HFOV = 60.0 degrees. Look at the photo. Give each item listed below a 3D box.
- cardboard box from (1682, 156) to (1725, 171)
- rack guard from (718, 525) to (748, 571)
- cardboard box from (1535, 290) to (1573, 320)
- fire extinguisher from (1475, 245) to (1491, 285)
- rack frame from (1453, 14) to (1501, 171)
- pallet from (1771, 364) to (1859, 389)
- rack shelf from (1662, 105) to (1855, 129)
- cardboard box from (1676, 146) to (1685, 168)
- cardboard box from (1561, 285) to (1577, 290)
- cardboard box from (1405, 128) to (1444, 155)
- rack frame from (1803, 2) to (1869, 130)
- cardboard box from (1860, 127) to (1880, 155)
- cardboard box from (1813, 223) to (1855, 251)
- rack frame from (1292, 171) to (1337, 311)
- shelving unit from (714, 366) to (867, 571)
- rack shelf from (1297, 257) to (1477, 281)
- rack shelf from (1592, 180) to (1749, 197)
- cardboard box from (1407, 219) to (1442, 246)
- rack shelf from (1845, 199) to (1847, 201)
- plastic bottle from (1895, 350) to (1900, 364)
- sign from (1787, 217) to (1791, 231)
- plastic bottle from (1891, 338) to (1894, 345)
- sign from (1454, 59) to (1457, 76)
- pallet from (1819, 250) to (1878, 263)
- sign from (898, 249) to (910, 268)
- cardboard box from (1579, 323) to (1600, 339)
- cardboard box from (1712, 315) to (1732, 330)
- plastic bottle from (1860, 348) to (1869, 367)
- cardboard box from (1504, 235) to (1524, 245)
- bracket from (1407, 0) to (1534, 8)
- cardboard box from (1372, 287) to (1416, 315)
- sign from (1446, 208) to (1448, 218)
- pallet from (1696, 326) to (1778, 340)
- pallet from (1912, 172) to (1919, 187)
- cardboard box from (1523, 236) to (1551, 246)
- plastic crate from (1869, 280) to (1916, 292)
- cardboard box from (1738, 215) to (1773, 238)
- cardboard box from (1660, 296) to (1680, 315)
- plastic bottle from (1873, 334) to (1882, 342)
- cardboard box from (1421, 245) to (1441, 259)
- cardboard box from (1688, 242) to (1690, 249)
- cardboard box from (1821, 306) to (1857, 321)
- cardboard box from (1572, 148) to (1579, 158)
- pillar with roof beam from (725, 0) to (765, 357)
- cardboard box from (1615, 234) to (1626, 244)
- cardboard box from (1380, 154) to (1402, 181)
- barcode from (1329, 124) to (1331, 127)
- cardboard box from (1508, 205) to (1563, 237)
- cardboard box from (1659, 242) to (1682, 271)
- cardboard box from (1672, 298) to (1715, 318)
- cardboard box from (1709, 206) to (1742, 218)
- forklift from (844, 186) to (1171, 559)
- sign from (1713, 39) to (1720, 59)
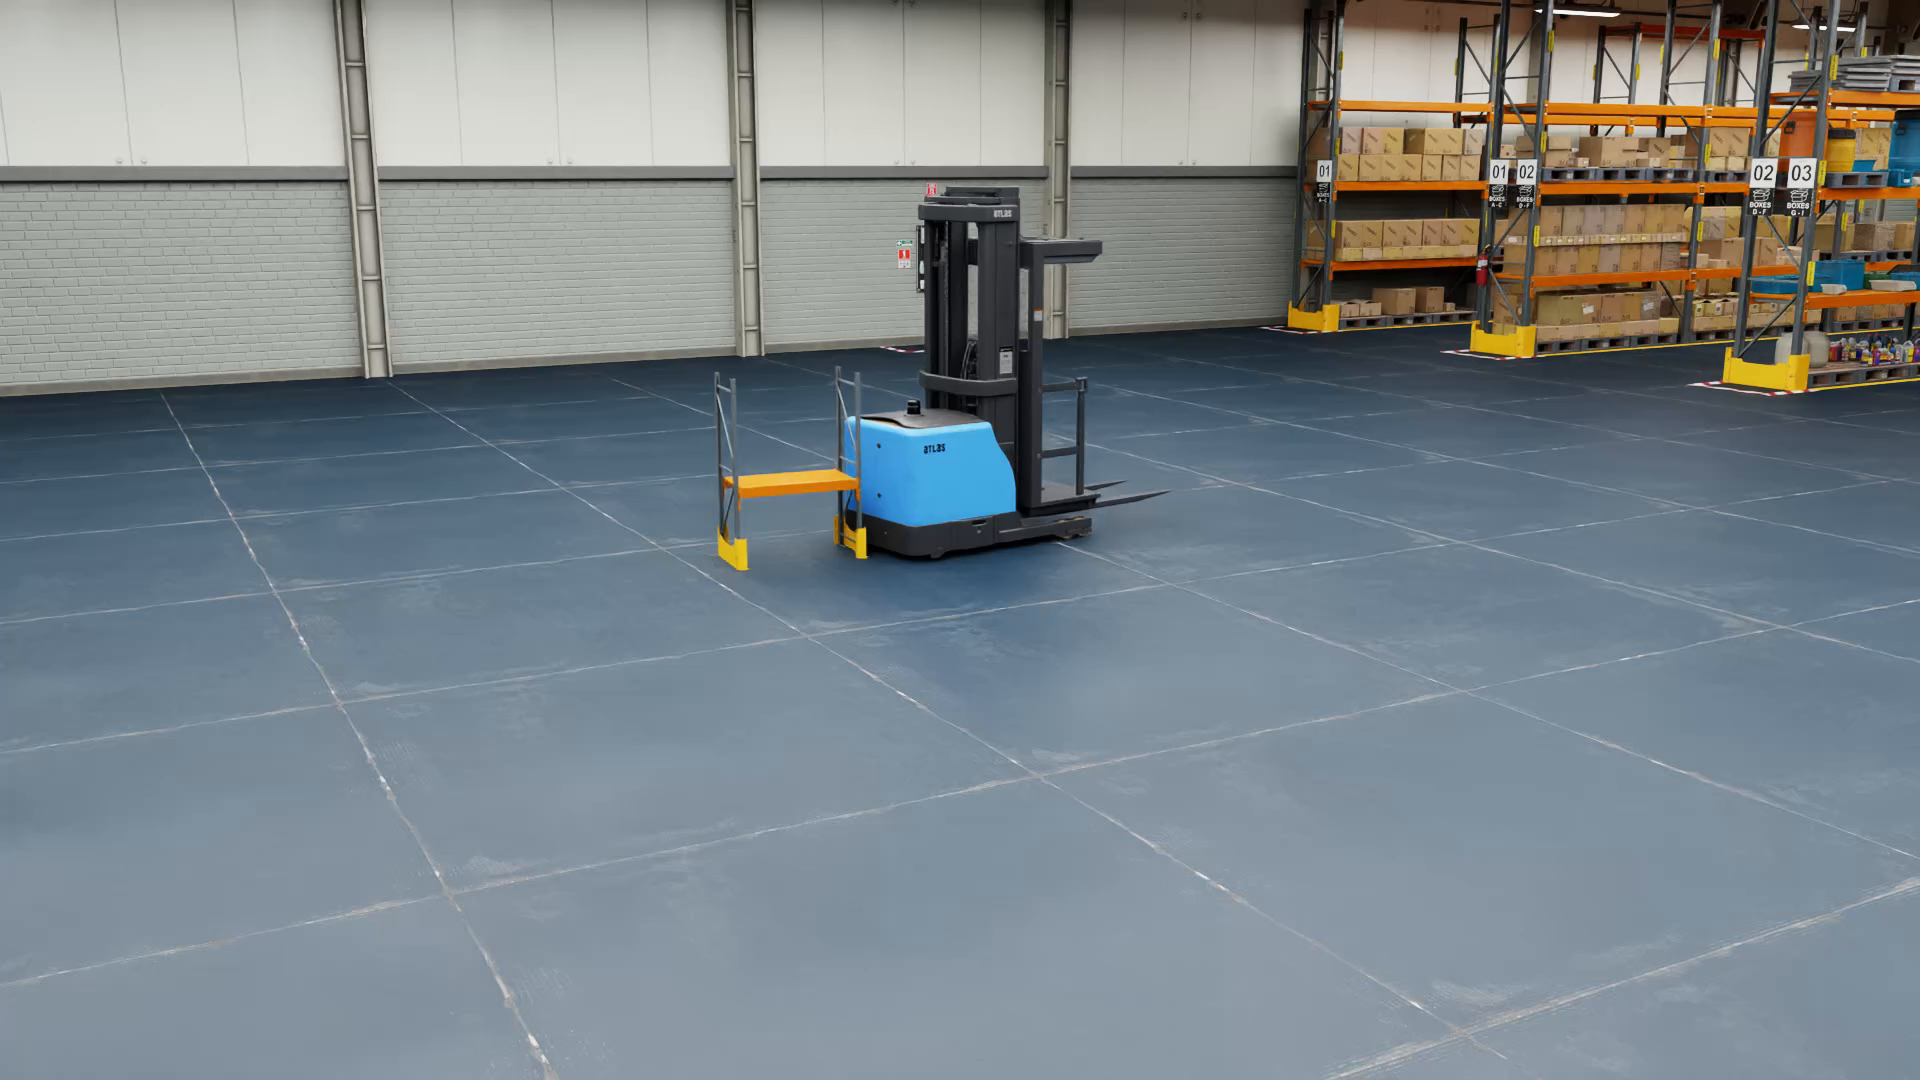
[{"bbox_3d":[13.249,-6.709,29.642,0.500,0.250,0.500,-5,14,-22],"label":"cardboard box"},{"bbox_3d":[-1.817,0.060,13.272,0.087,0.250,0.587,-5,14,-23],"label":"rack guard"},{"bbox_3d":[10.392,-4.081,29.011,0.500,0.500,0.500,-7,14,-28],"label":"cardboard box"},{"bbox_3d":[8.866,-4.670,28.203,0.183,0.674,0.296,-7,14,-28],"label":"fire extinguisher"},{"bbox_3d":[10.327,-8.932,33.303,0.127,3.000,1.000,-7,14,-28],"label":"rack frame"},{"bbox_3d":[12.323,-2.416,24.366,1.213,0.211,1.003,-7,14,-28],"label":"pallet"},{"bbox_3d":[14.459,-7.642,30.121,4.000,0.370,1.077,-7,14,-28],"label":"rack shelf"},{"bbox_3d":[15.596,-8.391,36.501,0.500,0.500,0.700,-7,14,-28],"label":"cardboard box"},{"bbox_3d":[12.723,-5.304,35.535,0.500,0.500,0.700,-7,14,-28],"label":"cardboard box"},{"bbox_3d":[9.088,-7.793,32.525,0.500,0.500,0.500,-7,15,-30],"label":"cardboard box"},{"bbox_3d":[16.215,-8.399,30.933,0.127,3.000,1.000,-7,14,-28],"label":"rack frame"},{"bbox_3d":[17.048,-7.570,31.578,0.500,0.500,0.500,-7,14,-28],"label":"cardboard box"},{"bbox_3d":[16.713,-5.814,31.925,0.700,0.500,0.500,11,17,41],"label":"cardboard box"},{"bbox_3d":[6.816,-5.585,32.092,0.127,3.000,1.000,-7,14,-28],"label":"rack frame"},{"bbox_3d":[-1.361,-0.593,13.329,1.083,1.500,0.587,-5,14,-23],"label":"shelving unit"},{"bbox_3d":[8.571,-5.444,33.106,4.000,0.370,1.077,-7,14,-28],"label":"rack shelf"},{"bbox_3d":[15.593,-7.749,36.516,4.000,0.370,1.077,-7,14,-28],"label":"rack shelf"},{"bbox_3d":[9.178,-6.094,32.944,0.500,0.500,0.500,-7,15,-29],"label":"cardboard box"},{"bbox_3d":[17.970,-6.795,32.276,4.000,0.370,1.077,-7,14,-28],"label":"rack shelf"},{"bbox_3d":[13.960,-2.734,24.797,0.097,0.201,0.097,0,13,0],"label":"plastic bottle"},{"bbox_3d":[15.946,-6.102,31.933,0.005,0.325,0.100,-7,14,-28],"label":"sign"},{"bbox_3d":[14.365,-2.977,25.689,0.133,0.283,0.061,-7,14,-28],"label":"plastic bottle"},{"bbox_3d":[10.056,-9.571,33.656,0.005,0.325,0.100,-7,14,-28],"label":"sign"},{"bbox_3d":[16.776,-5.463,31.989,1.003,0.211,1.213,-7,14,-28],"label":"pallet"},{"bbox_3d":[-0.973,-4.920,29.059,0.234,0.329,0.001,-7,14,-28],"label":"sign"},{"bbox_3d":[10.646,-3.613,28.638,0.500,0.250,0.500,-7,14,-28],"label":"cardboard box"},{"bbox_3d":[13.626,-3.963,30.192,0.500,0.250,0.500,-6,14,-26],"label":"cardboard box"},{"bbox_3d":[13.304,-2.690,24.440,0.097,0.271,0.097,0,13,0],"label":"plastic bottle"},{"bbox_3d":[9.437,-5.072,28.111,0.250,0.149,0.380,-7,15,-29],"label":"cardboard box"},{"bbox_3d":[9.812,-10.754,33.200,4.783,0.066,0.076,-7,14,-28],"label":"bracket"},{"bbox_3d":[8.635,-4.763,33.131,0.500,0.500,0.700,-8,15,-31],"label":"cardboard box"},{"bbox_3d":[10.058,-6.677,34.308,0.005,0.325,0.100,-7,14,-28],"label":"sign"},{"bbox_3d":[14.404,-3.905,30.980,1.213,0.211,1.003,-7,14,-28],"label":"pallet"},{"bbox_3d":[14.487,-5.373,24.749,1.003,0.211,1.213,-7,14,-28],"label":"pallet"},{"bbox_3d":[9.640,-4.995,27.769,0.250,0.149,0.380,-7,14,-28],"label":"cardboard box"},{"bbox_3d":[13.770,-3.748,24.531,0.437,0.136,0.530,-7,14,-28],"label":"plastic crate"},{"bbox_3d":[17.833,-7.047,37.908,0.700,0.700,0.980,-7,14,-27],"label":"cardboard box"},{"bbox_3d":[12.922,-4.286,30.351,0.500,0.311,0.500,-7,14,-28],"label":"cardboard box"},{"bbox_3d":[14.166,-3.013,25.699,0.185,0.351,0.144,-6,14,-26],"label":"plastic bottle"},{"bbox_3d":[9.181,-5.727,33.021,0.500,0.250,0.500,-7,14,-28],"label":"cardboard box"},{"bbox_3d":[16.052,-6.519,36.770,0.250,0.149,0.380,-7,15,-29],"label":"cardboard box"},{"bbox_3d":[16.751,-4.460,31.786,0.500,0.500,0.500,-6,14,-25],"label":"cardboard box"},{"bbox_3d":[10.565,-6.554,28.495,0.500,0.311,0.500,-5,14,-21],"label":"cardboard box"},{"bbox_3d":[-1.454,-6.660,23.205,0.400,9.000,9.100,-7,14,-28],"label":"pillar with roof beam"},{"bbox_3d":[11.221,-5.185,28.610,0.250,0.149,0.380,-6,14,-26],"label":"cardboard box"},{"bbox_3d":[8.172,-7.199,32.158,0.500,0.500,0.500,-6,14,-25],"label":"cardboard box"},{"bbox_3d":[7.200,-8.048,32.336,0.075,0.075,0.001,-7,14,-28],"label":"barcode"},{"bbox_3d":[9.655,-5.364,27.930,0.500,0.500,0.700,-7,14,-28],"label":"cardboard box"},{"bbox_3d":[12.317,-5.052,29.498,0.500,0.500,0.700,-7,15,-29],"label":"cardboard box"},{"bbox_3d":[13.186,-4.184,29.896,0.500,0.311,0.500,-7,14,-28],"label":"cardboard box"},{"bbox_3d":[17.061,-7.318,37.136,0.500,0.250,0.500,-6,14,-26],"label":"cardboard box"},{"bbox_3d":[0.511,-1.515,14.168,3.031,2.935,1.130,-10,16,-36],"label":"forklift"},{"bbox_3d":[12.948,-8.401,28.456,0.005,0.325,0.100,-7,14,-28],"label":"sign"}]
